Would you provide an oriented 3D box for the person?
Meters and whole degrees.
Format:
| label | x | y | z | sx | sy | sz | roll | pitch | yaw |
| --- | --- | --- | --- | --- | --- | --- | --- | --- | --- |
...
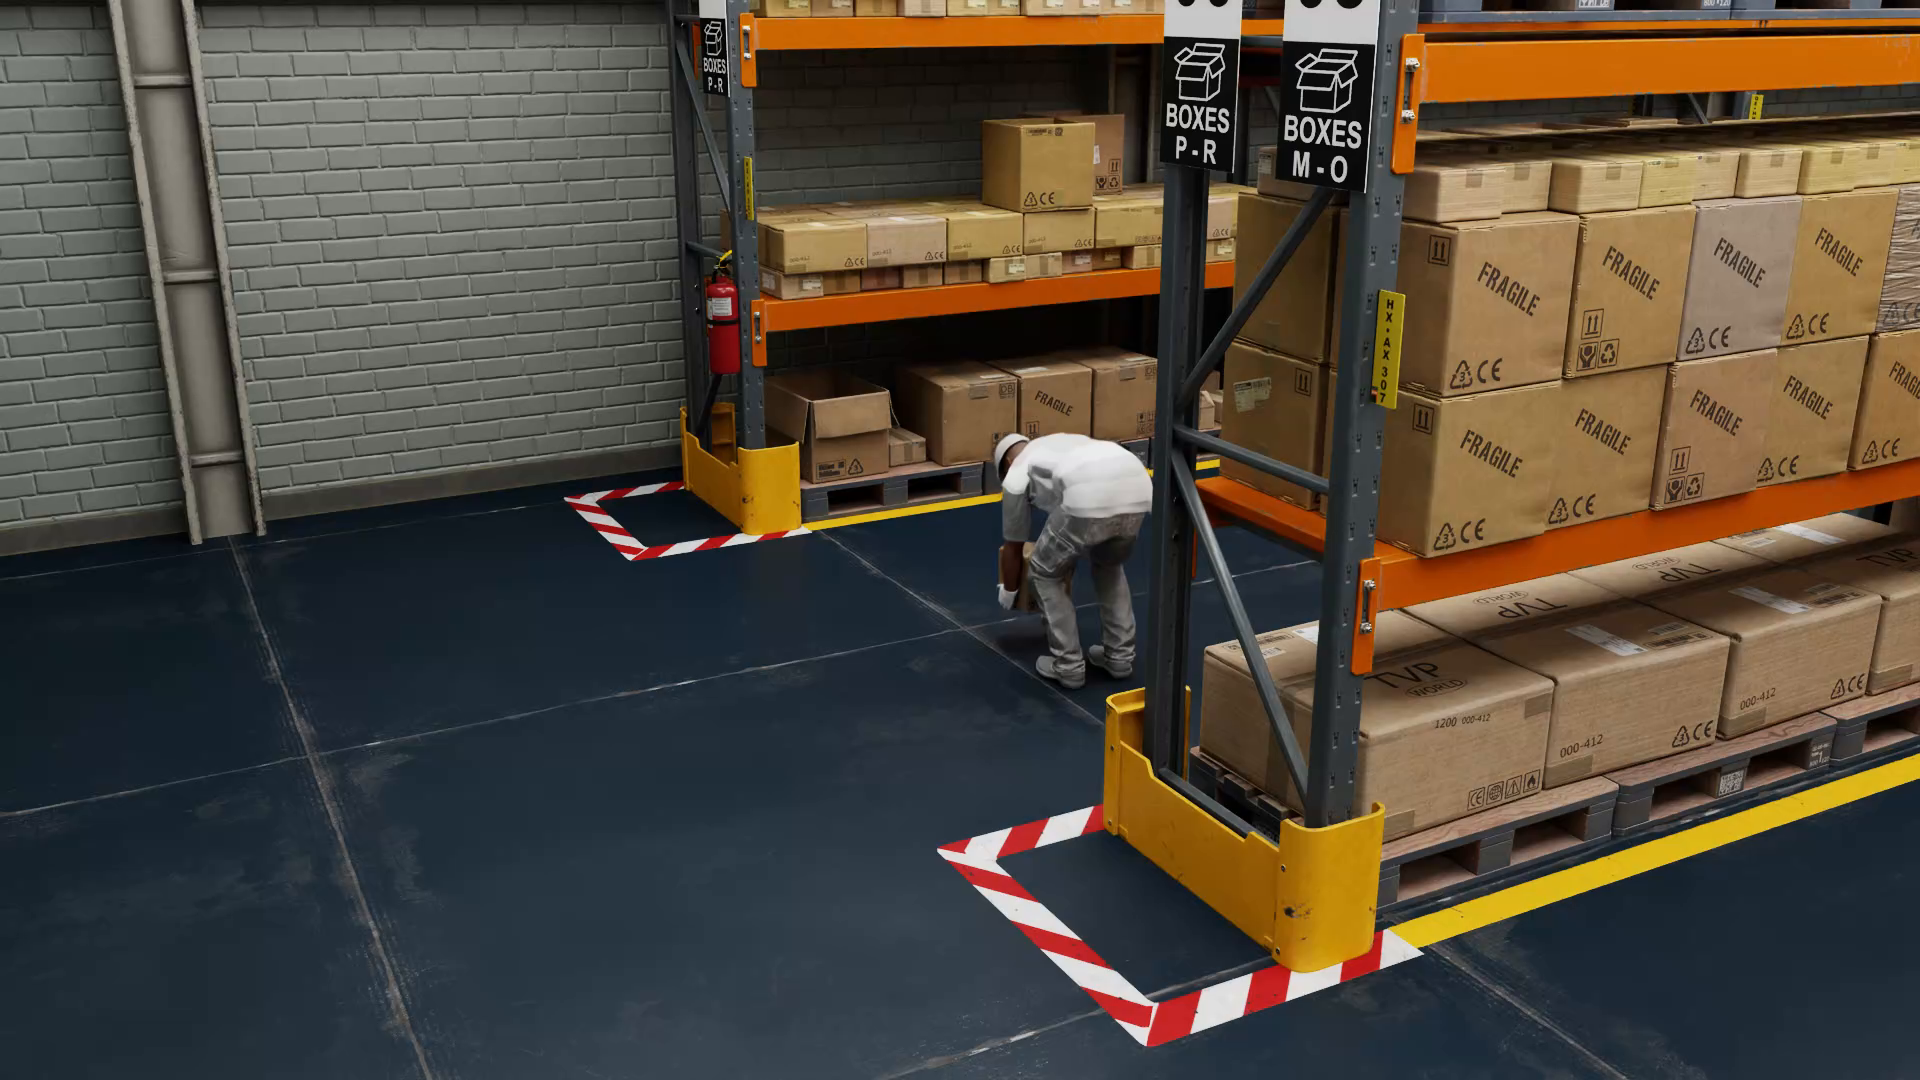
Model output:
| label | x | y | z | sx | sy | sz | roll | pitch | yaw |
| --- | --- | --- | --- | --- | --- | --- | --- | --- | --- |
| person | 0.459 | 0.038 | 7.534 | 0.513 | 1.075 | 0.991 | -11 | 21 | -29 |
